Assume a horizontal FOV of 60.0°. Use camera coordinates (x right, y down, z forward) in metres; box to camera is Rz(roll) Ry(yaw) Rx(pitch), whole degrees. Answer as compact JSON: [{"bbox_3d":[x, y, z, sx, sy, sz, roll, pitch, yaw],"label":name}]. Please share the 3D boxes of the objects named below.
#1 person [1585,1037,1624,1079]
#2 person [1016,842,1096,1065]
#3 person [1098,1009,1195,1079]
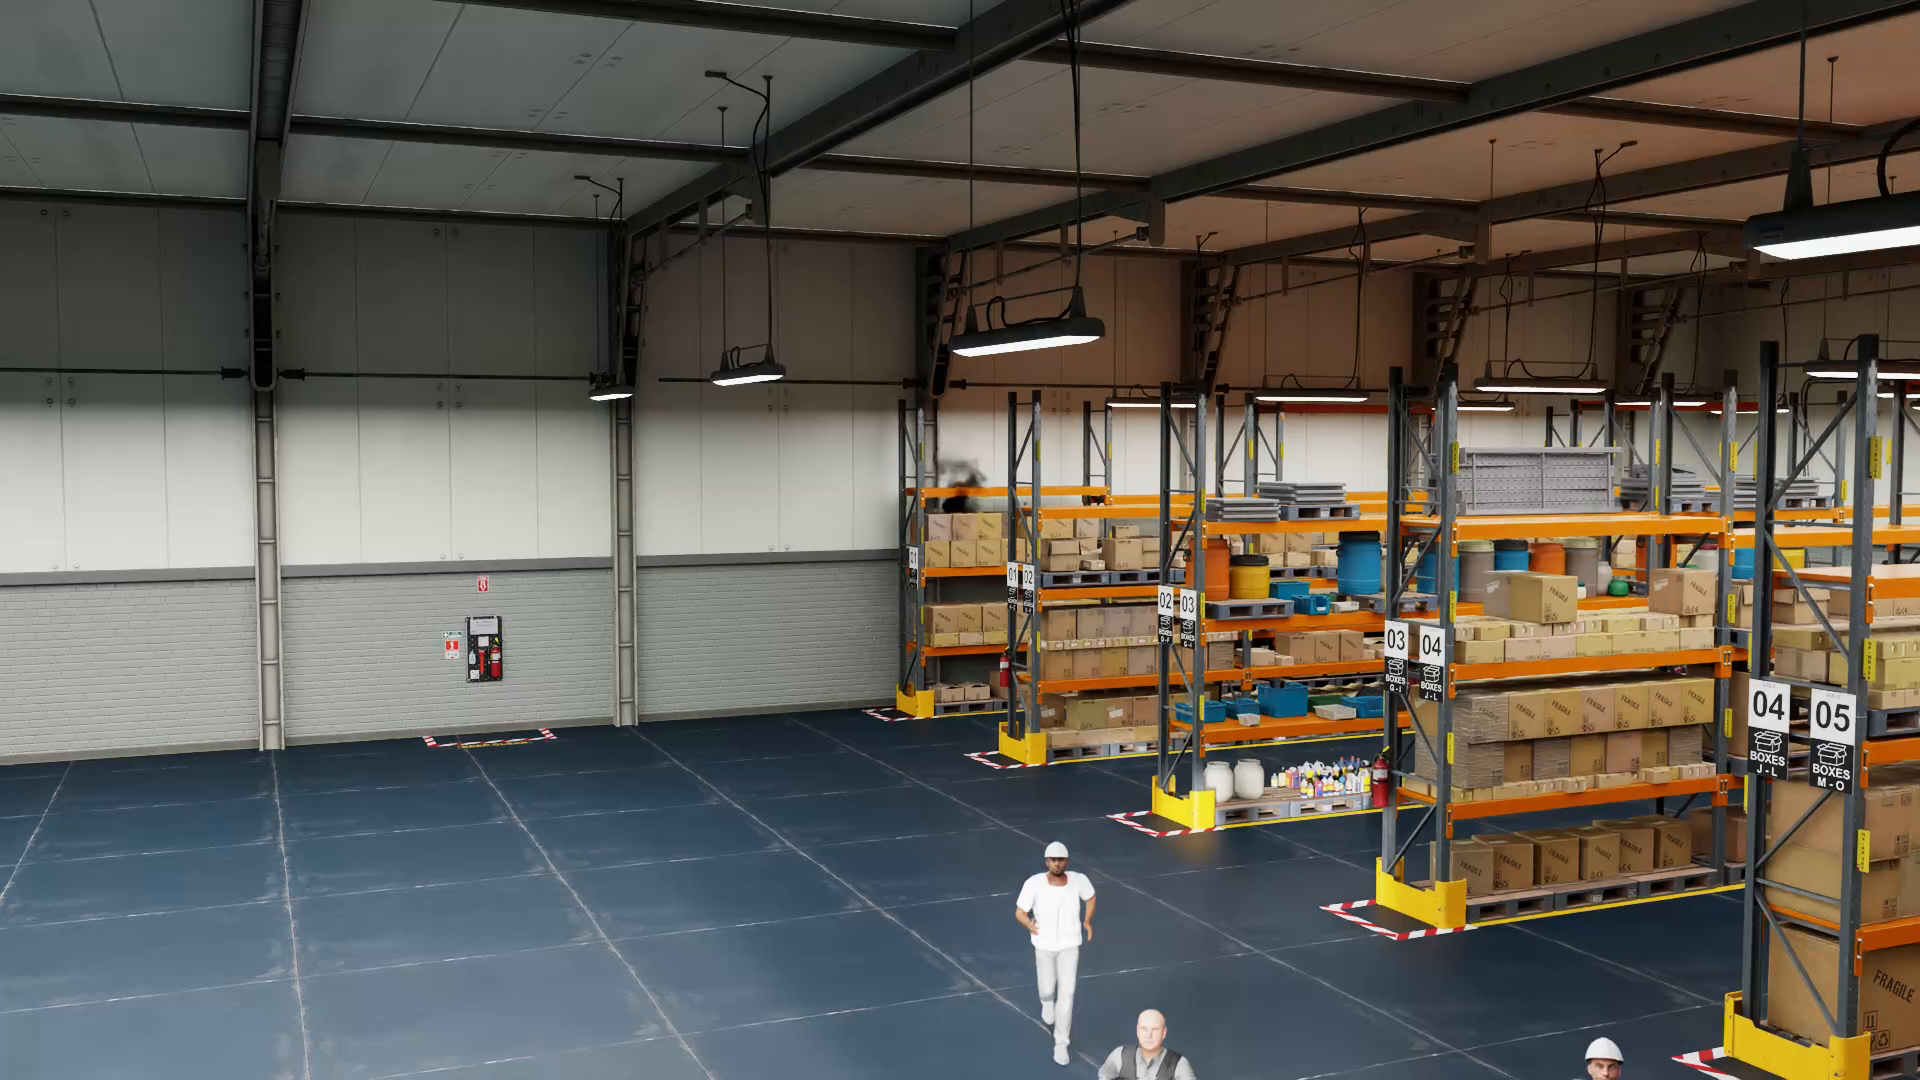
[{"bbox_3d":[3.650,3.723,9.394,0.638,1.780,0.647,1,4,21],"label":"person"},{"bbox_3d":[0.822,3.443,14.150,0.700,1.762,0.957,0,3,0],"label":"person"},{"bbox_3d":[1.129,3.719,10.034,0.625,1.784,0.758,1,3,9],"label":"person"}]
